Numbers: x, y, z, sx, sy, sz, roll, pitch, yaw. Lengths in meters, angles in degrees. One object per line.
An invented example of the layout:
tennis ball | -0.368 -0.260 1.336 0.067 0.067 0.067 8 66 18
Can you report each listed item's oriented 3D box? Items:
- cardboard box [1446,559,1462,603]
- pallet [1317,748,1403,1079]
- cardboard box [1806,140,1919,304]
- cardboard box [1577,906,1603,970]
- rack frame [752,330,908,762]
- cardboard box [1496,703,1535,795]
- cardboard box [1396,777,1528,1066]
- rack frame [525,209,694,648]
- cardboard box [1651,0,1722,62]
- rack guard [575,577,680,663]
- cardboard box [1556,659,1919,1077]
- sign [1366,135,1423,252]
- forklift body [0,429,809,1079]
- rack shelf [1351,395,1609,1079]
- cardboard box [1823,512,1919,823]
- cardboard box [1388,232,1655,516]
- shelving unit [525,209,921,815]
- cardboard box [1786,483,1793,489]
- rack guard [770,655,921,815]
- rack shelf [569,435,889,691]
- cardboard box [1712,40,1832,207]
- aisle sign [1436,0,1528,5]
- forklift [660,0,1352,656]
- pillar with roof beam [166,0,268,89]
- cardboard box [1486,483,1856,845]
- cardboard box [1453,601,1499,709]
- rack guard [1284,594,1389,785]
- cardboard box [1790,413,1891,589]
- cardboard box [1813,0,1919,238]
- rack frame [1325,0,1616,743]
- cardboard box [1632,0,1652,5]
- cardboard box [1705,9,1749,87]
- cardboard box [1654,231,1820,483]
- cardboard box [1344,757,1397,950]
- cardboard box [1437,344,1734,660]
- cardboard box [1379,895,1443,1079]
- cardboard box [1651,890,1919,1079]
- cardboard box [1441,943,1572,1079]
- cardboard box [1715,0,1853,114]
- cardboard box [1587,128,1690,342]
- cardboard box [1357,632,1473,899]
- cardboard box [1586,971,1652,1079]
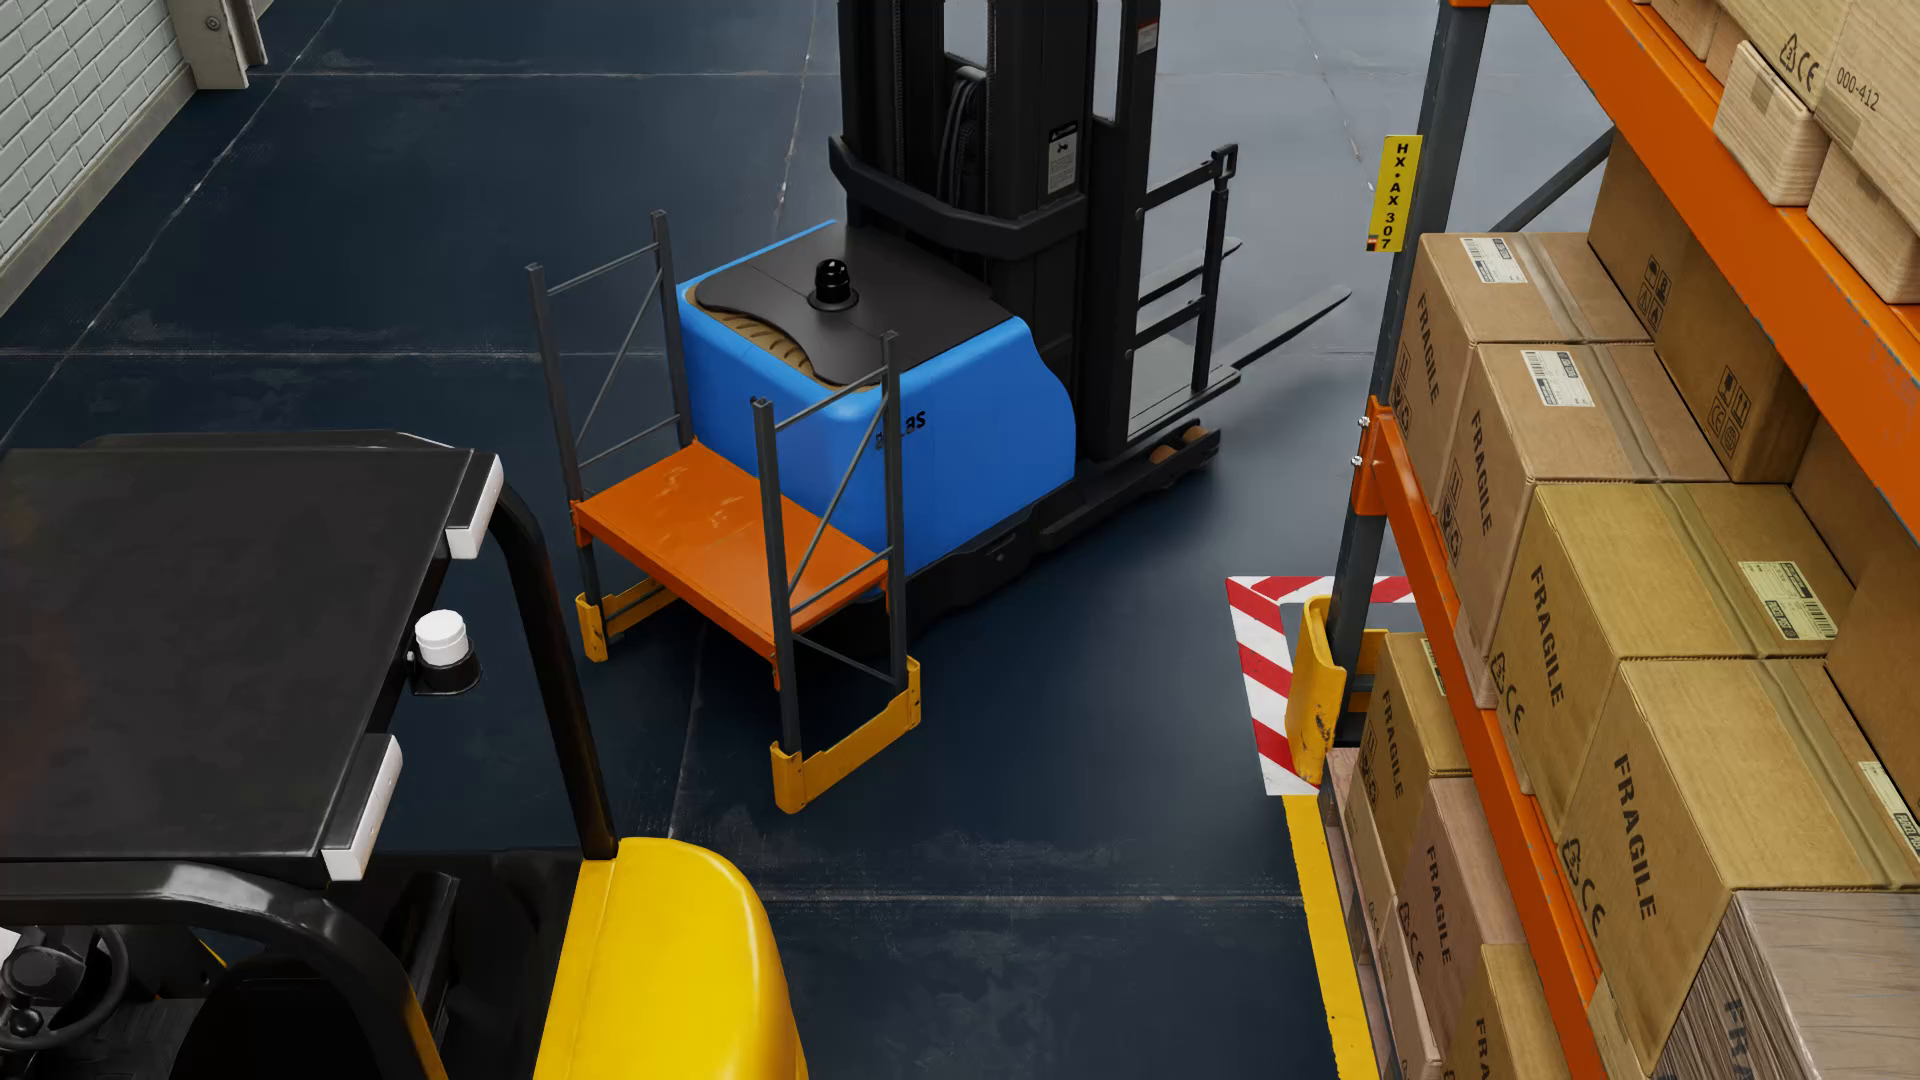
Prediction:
cardboard box | 1.385 0.086 3.944 0.380 0.149 0.250 -1 39 -1
pallet | 1.624 1.096 4.714 1.003 0.211 1.213 0 39 0
cardboard box | 1.380 -0.440 2.203 0.380 0.149 0.250 -1 39 -1
cardboard box | 1.404 0.737 3.132 0.380 0.149 0.250 -1 39 -1
rack frame | -0.352 0.126 4.893 0.032 1.500 0.500 31 48 33
cardboard box | 1.373 0.407 3.544 0.380 0.149 0.250 1 39 1
cardboard box | 1.388 0.915 3.973 0.500 0.500 0.500 -1 39 -2
rack frame | -1.085 -0.315 5.443 0.032 1.500 0.500 31 48 33
cardboard box | 1.414 -0.928 2.812 0.380 0.149 0.250 0 39 0
rack guard | -1.071 0.182 5.823 0.087 0.250 0.587 31 48 33
cardboard box | 1.395 0.554 2.842 0.500 0.500 0.500 -1 39 -1
sign | 1.115 -0.885 4.264 0.100 0.325 0.005 0 39 0
forklift body | -1.479 0.974 3.315 2.313 2.155 1.214 0 39 0
rack shelf | 1.660 0.983 3.199 1.077 0.370 4.000 0 39 0
cardboard box | 1.835 0.173 2.518 0.700 0.500 0.500 0 39 0
cardboard box | 1.381 -0.407 4.041 0.500 0.500 0.500 -1 39 -1
shelving unit | -0.712 -0.090 5.163 1.083 1.500 0.587 31 48 33
cardboard box | 1.930 -0.051 3.597 0.500 0.500 0.500 0 39 0
rack guard | -0.354 0.613 5.284 0.087 0.250 0.587 31 48 33
rack shelf | -0.719 0.046 5.280 1.000 0.185 0.538 31 48 33
cardboard box | 1.339 -0.605 2.408 0.380 0.149 0.250 0 39 0
aisle sign | 1.348 -1.601 3.770 0.394 0.787 0.004 0 39 0
forklift | 0.389 -1.556 5.848 3.031 2.935 1.130 -31 48 -33
pillar with roof beam | 0.092 -6.202 6.794 9.100 9.000 0.400 0 39 0
cardboard box | 1.387 0.236 3.239 0.500 0.500 0.500 -1 39 -1
cardboard box | 1.339 0.245 3.746 0.380 0.149 0.250 1 39 1
rack guard | 1.658 0.475 5.258 1.175 0.500 0.348 0 39 0
cardboard box | 1.973 -0.139 2.907 0.700 0.500 0.500 0 39 -1
cardboard box | 1.389 -0.503 1.963 0.500 0.250 0.500 1 39 1
rack frame | 1.658 -0.548 4.535 1.000 3.000 0.127 0 39 0
cardboard box | 1.390 -1.083 3.005 0.380 0.149 0.250 1 39 1
cardboard box | 1.419 -0.762 2.605 0.380 0.149 0.250 -1 39 -1
cardboard box | 1.870 -0.457 3.305 0.700 0.500 0.500 0 39 0
cardboard box | 1.382 0.866 4.634 0.500 0.250 0.500 0 39 0
cardboard box | 1.385 -0.083 3.637 0.500 0.500 0.500 1 39 1
cardboard box | 1.375 1.185 4.236 0.500 0.250 0.500 1 39 2
cardboard box | 1.401 0.874 2.443 0.500 0.500 0.500 1 39 1
cardboard box | 1.380 1.229 3.581 0.500 0.500 0.500 1 39 1
cardboard box | 1.408 -0.823 2.362 0.500 0.250 0.500 1 39 1
cardboard box | 1.877 -0.774 3.700 0.700 0.500 0.500 -1 39 -1
cardboard box | 1.383 0.588 4.381 0.500 0.500 0.500 -1 39 -2
cardboard box | 1.346 0.894 2.936 0.380 0.149 0.250 0 39 0
